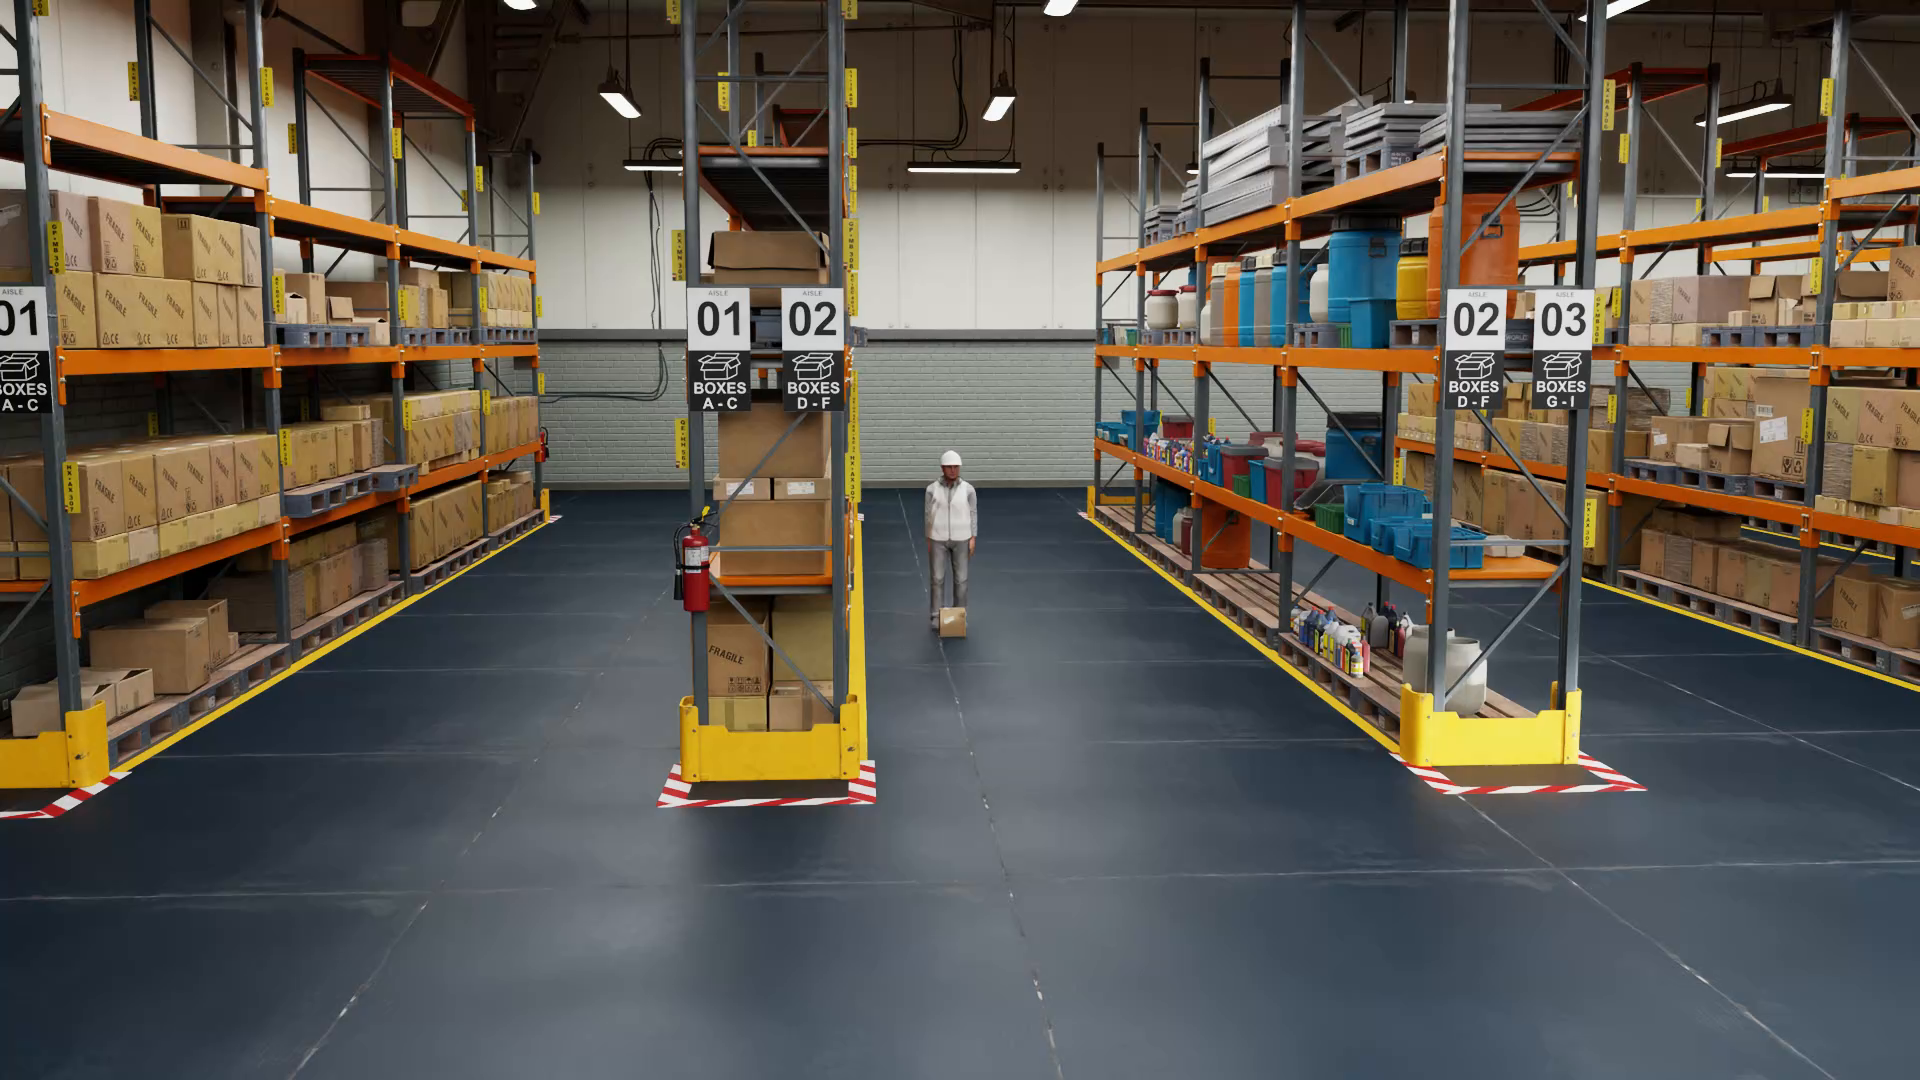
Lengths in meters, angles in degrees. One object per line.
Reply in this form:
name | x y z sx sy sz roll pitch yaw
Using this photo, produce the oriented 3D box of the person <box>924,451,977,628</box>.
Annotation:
person | -0.090 -0.004 16.689 0.533 1.772 0.359 0 7 -2
